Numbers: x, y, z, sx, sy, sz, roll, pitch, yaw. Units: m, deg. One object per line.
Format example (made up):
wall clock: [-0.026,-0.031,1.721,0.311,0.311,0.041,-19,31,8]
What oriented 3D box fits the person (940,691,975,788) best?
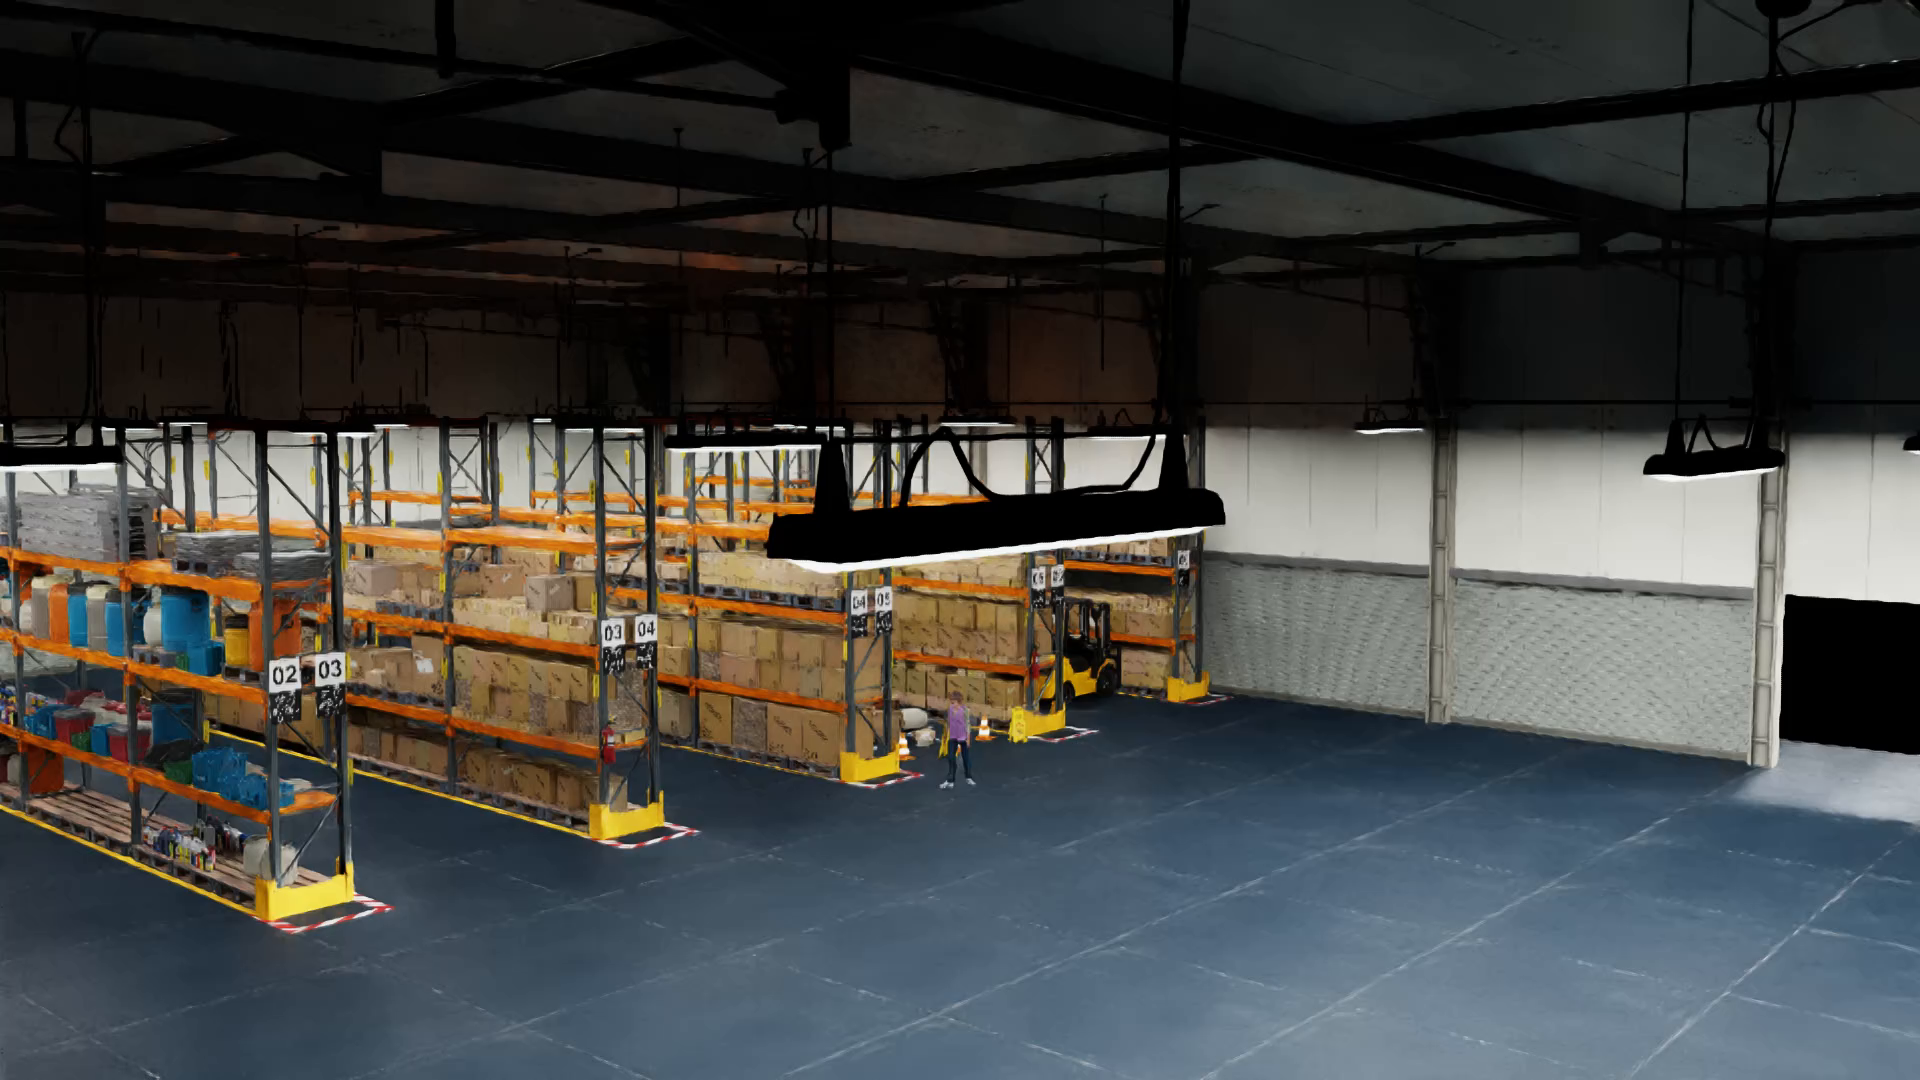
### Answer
person: [-0.046,3.281,27.334,0.537,1.542,0.569,2,5,28]

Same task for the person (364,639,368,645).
person: [-11.527,2.770,32.532,1.119,1.700,0.543,4,6,39]
